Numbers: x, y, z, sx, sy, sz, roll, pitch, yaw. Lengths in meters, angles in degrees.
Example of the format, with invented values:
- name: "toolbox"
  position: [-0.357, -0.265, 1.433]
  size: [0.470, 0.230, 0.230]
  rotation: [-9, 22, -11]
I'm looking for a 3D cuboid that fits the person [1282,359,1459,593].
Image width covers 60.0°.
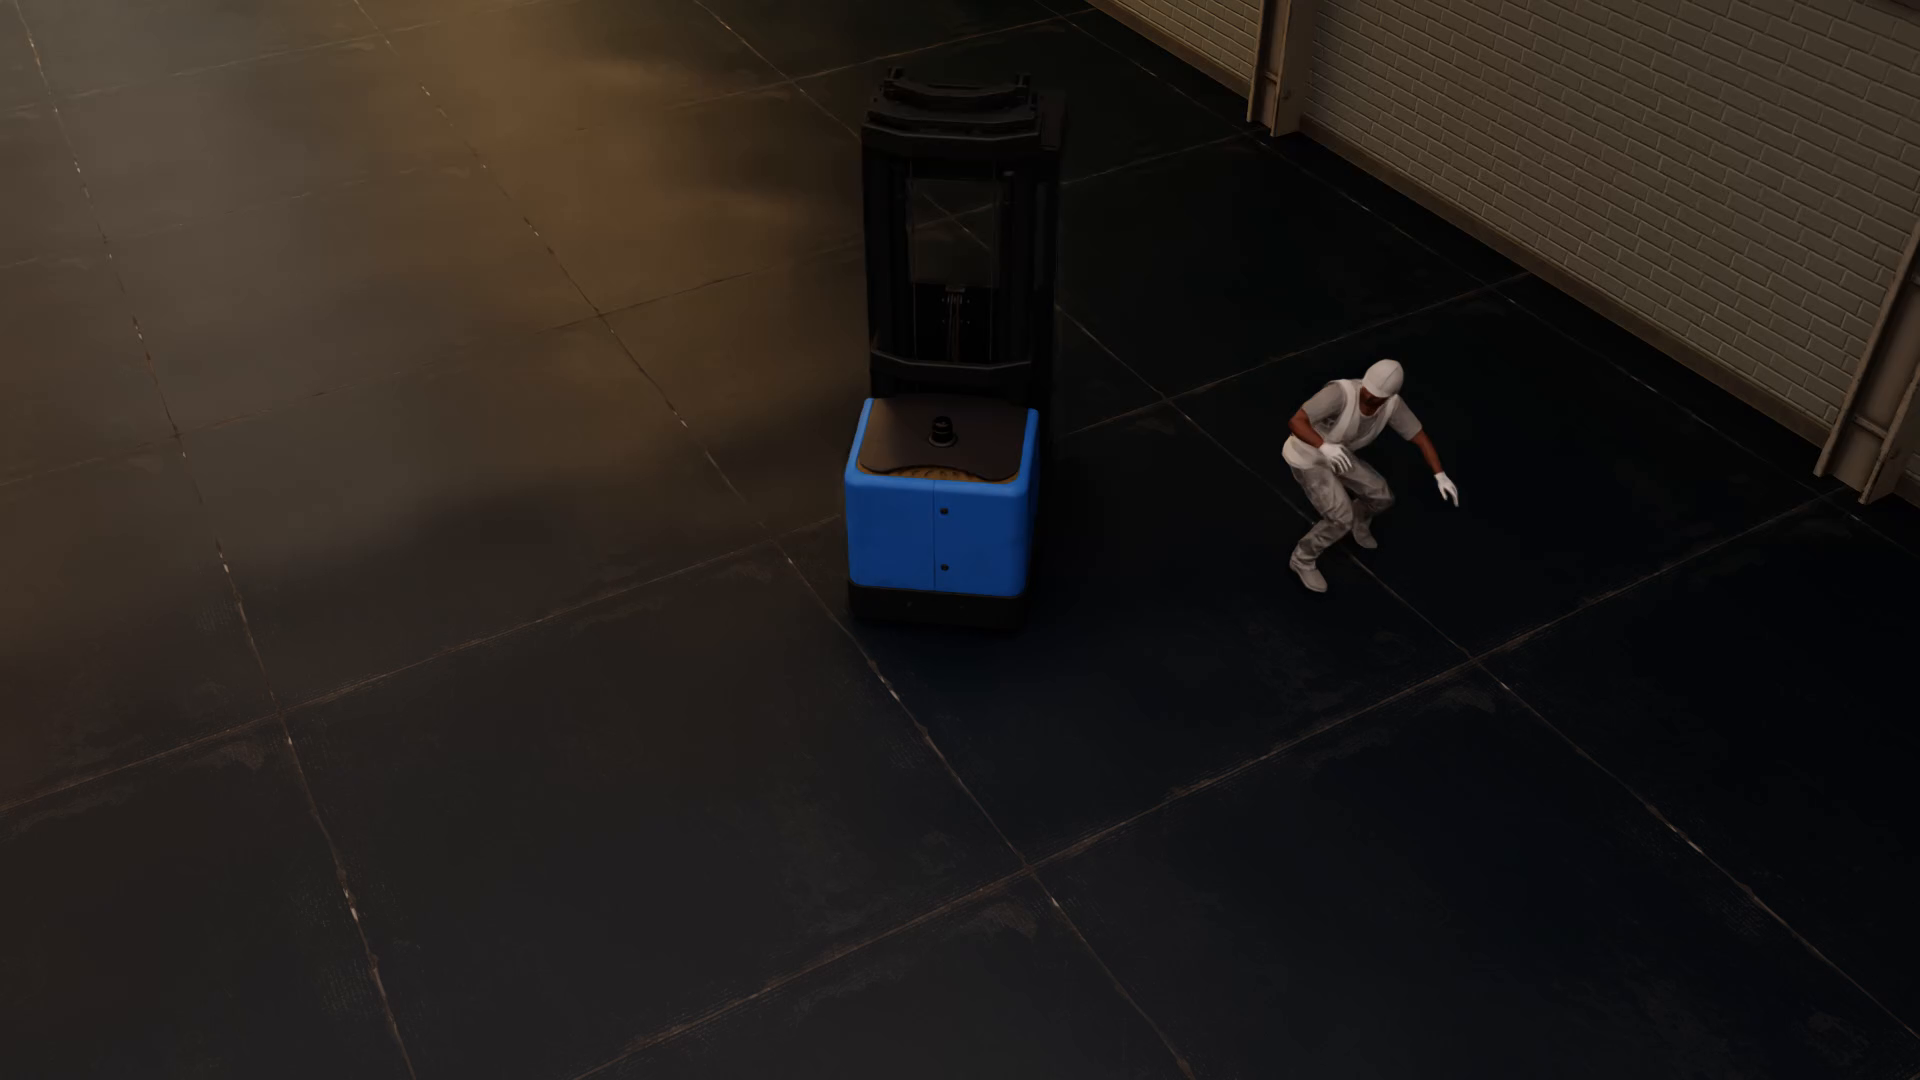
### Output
- name: "person"
  position: [2.311, -0.376, 9.642]
  size: [0.825, 1.515, 0.928]
  rotation: [-24, 45, -26]

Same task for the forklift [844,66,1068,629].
- name: "forklift"
  position: [0.031, -1.549, 9.903]
  size: [1.130, 2.935, 3.031]
  rotation: [4, 40, 5]
